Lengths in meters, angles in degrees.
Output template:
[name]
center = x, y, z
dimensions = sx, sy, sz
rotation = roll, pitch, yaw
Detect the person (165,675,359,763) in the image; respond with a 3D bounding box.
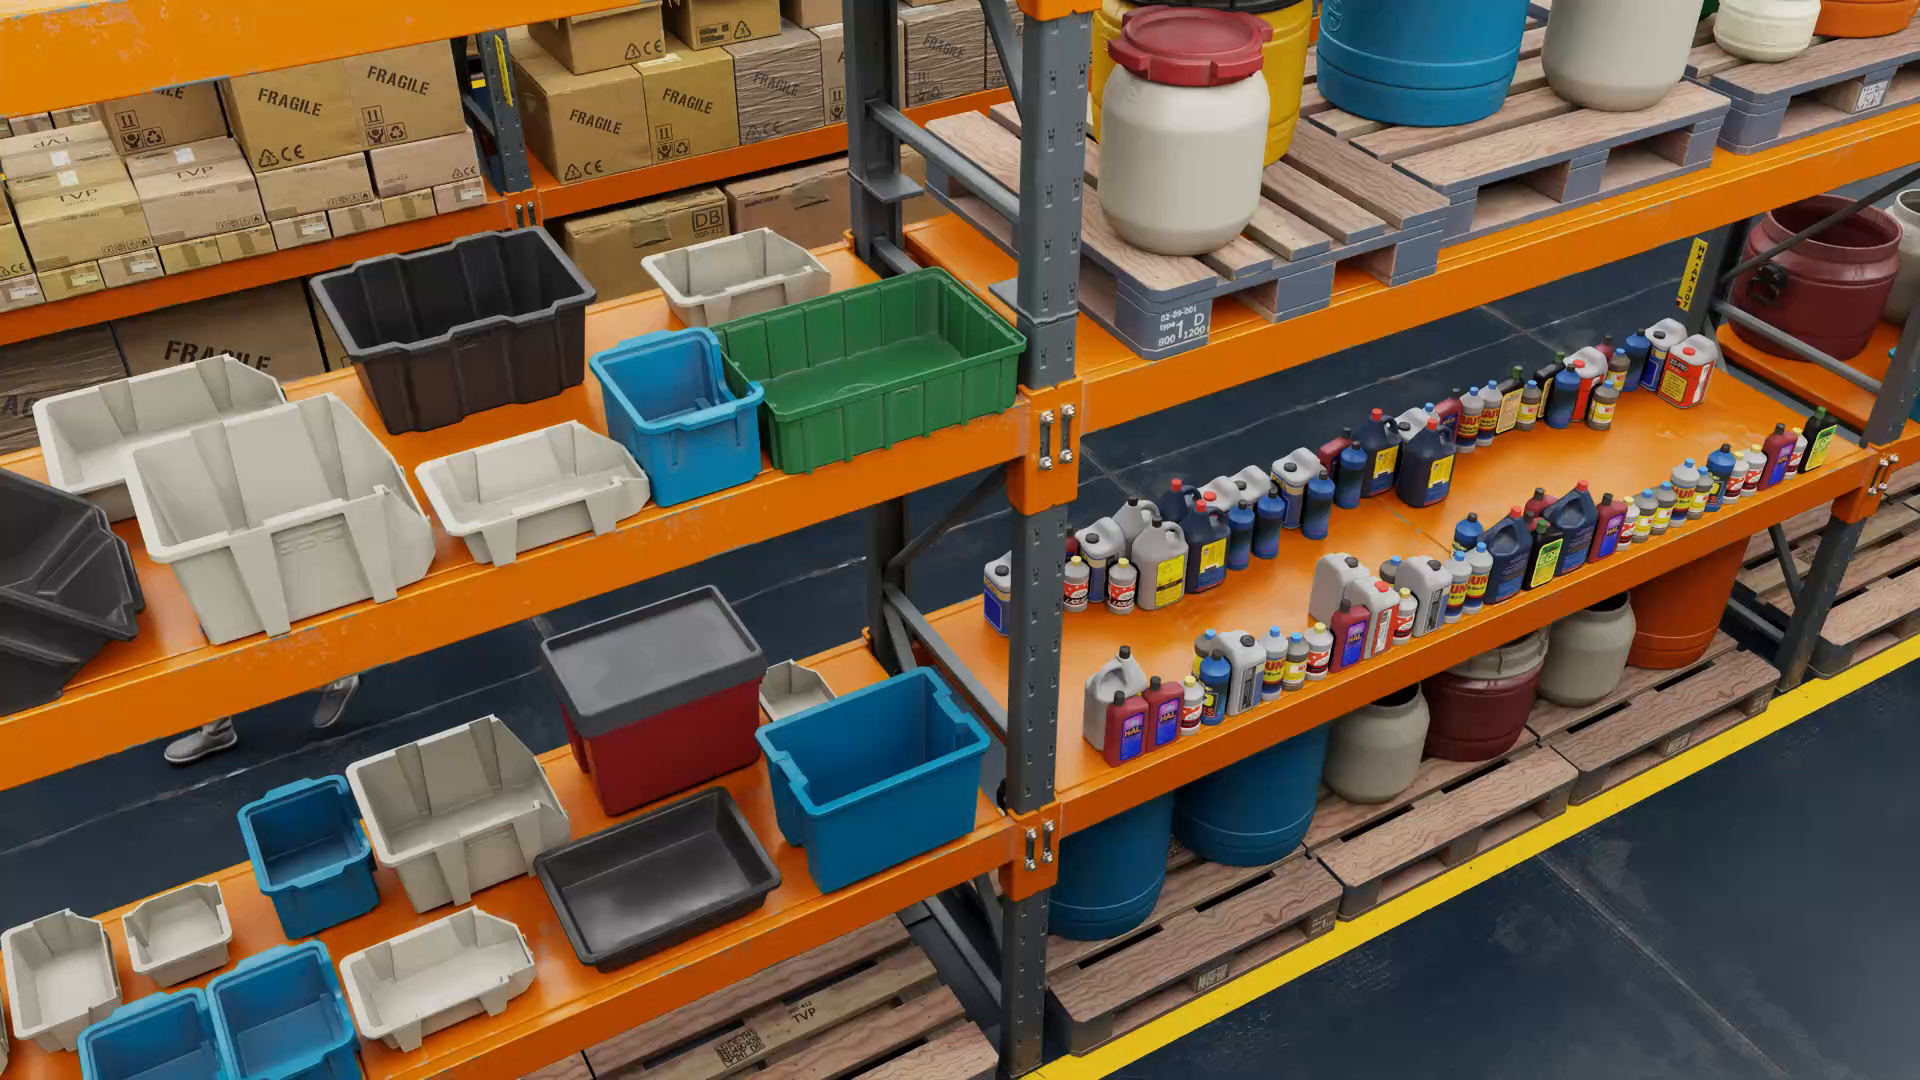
[person]
center = -2.953, 0.199, 6.621
dimensions = 0.817, 1.657, 0.480
rotation = -18, 40, -22
